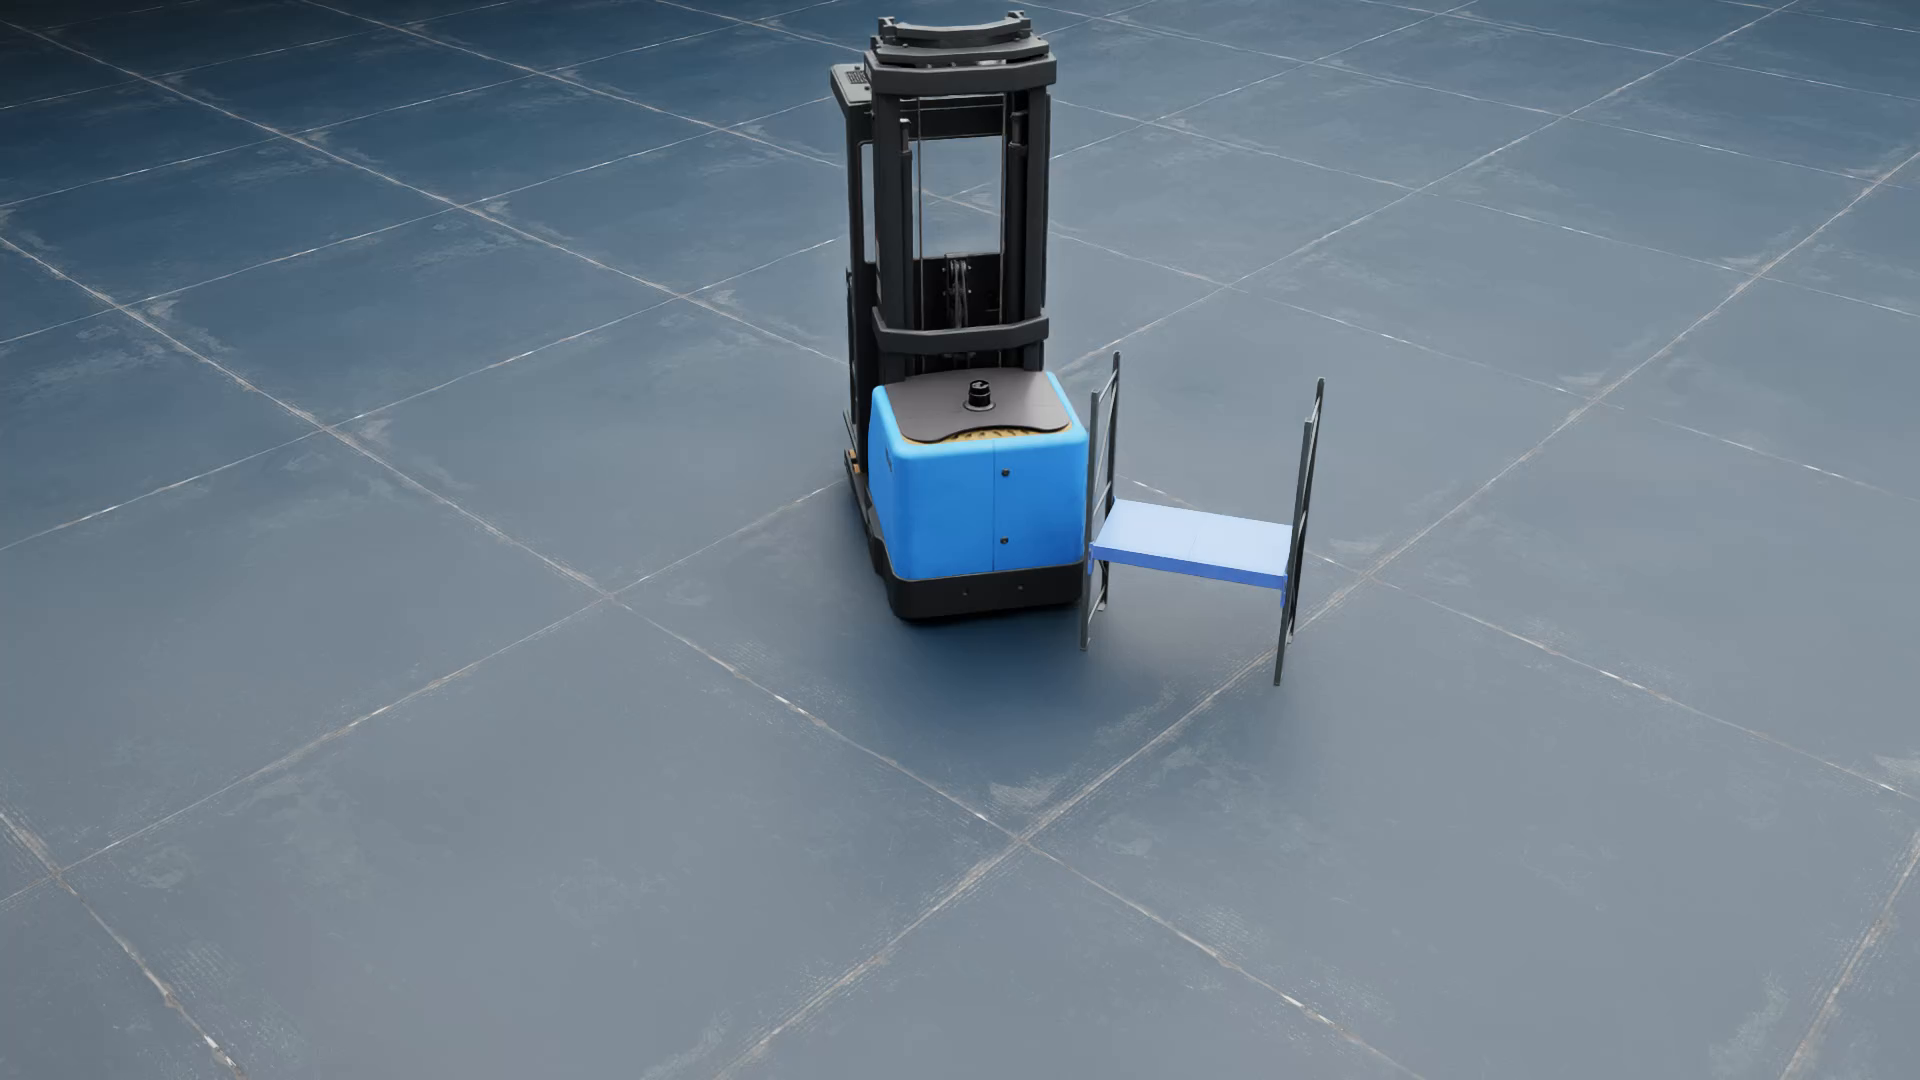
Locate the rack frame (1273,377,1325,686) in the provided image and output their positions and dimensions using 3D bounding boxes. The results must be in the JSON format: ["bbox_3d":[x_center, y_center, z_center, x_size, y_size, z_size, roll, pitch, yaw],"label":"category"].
[{"bbox_3d":[1.688,-0.026,8.284,0.032,1.500,0.500,9,32,15],"label":"rack frame"}]

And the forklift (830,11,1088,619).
[{"bbox_3d":[-0.108,-1.582,9.481,1.130,2.935,3.031,-6,32,-9],"label":"forklift"}]

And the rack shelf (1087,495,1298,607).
[{"bbox_3d":[1.204,0.048,8.510,1.000,0.185,0.538,9,32,15],"label":"rack shelf"}]

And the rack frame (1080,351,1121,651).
[{"bbox_3d":[0.720,-0.187,8.551,0.032,1.500,0.500,9,32,15],"label":"rack frame"}]

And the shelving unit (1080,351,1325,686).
[{"bbox_3d":[1.204,-0.107,8.417,1.048,1.500,0.538,9,32,15],"label":"shelving unit"}]
